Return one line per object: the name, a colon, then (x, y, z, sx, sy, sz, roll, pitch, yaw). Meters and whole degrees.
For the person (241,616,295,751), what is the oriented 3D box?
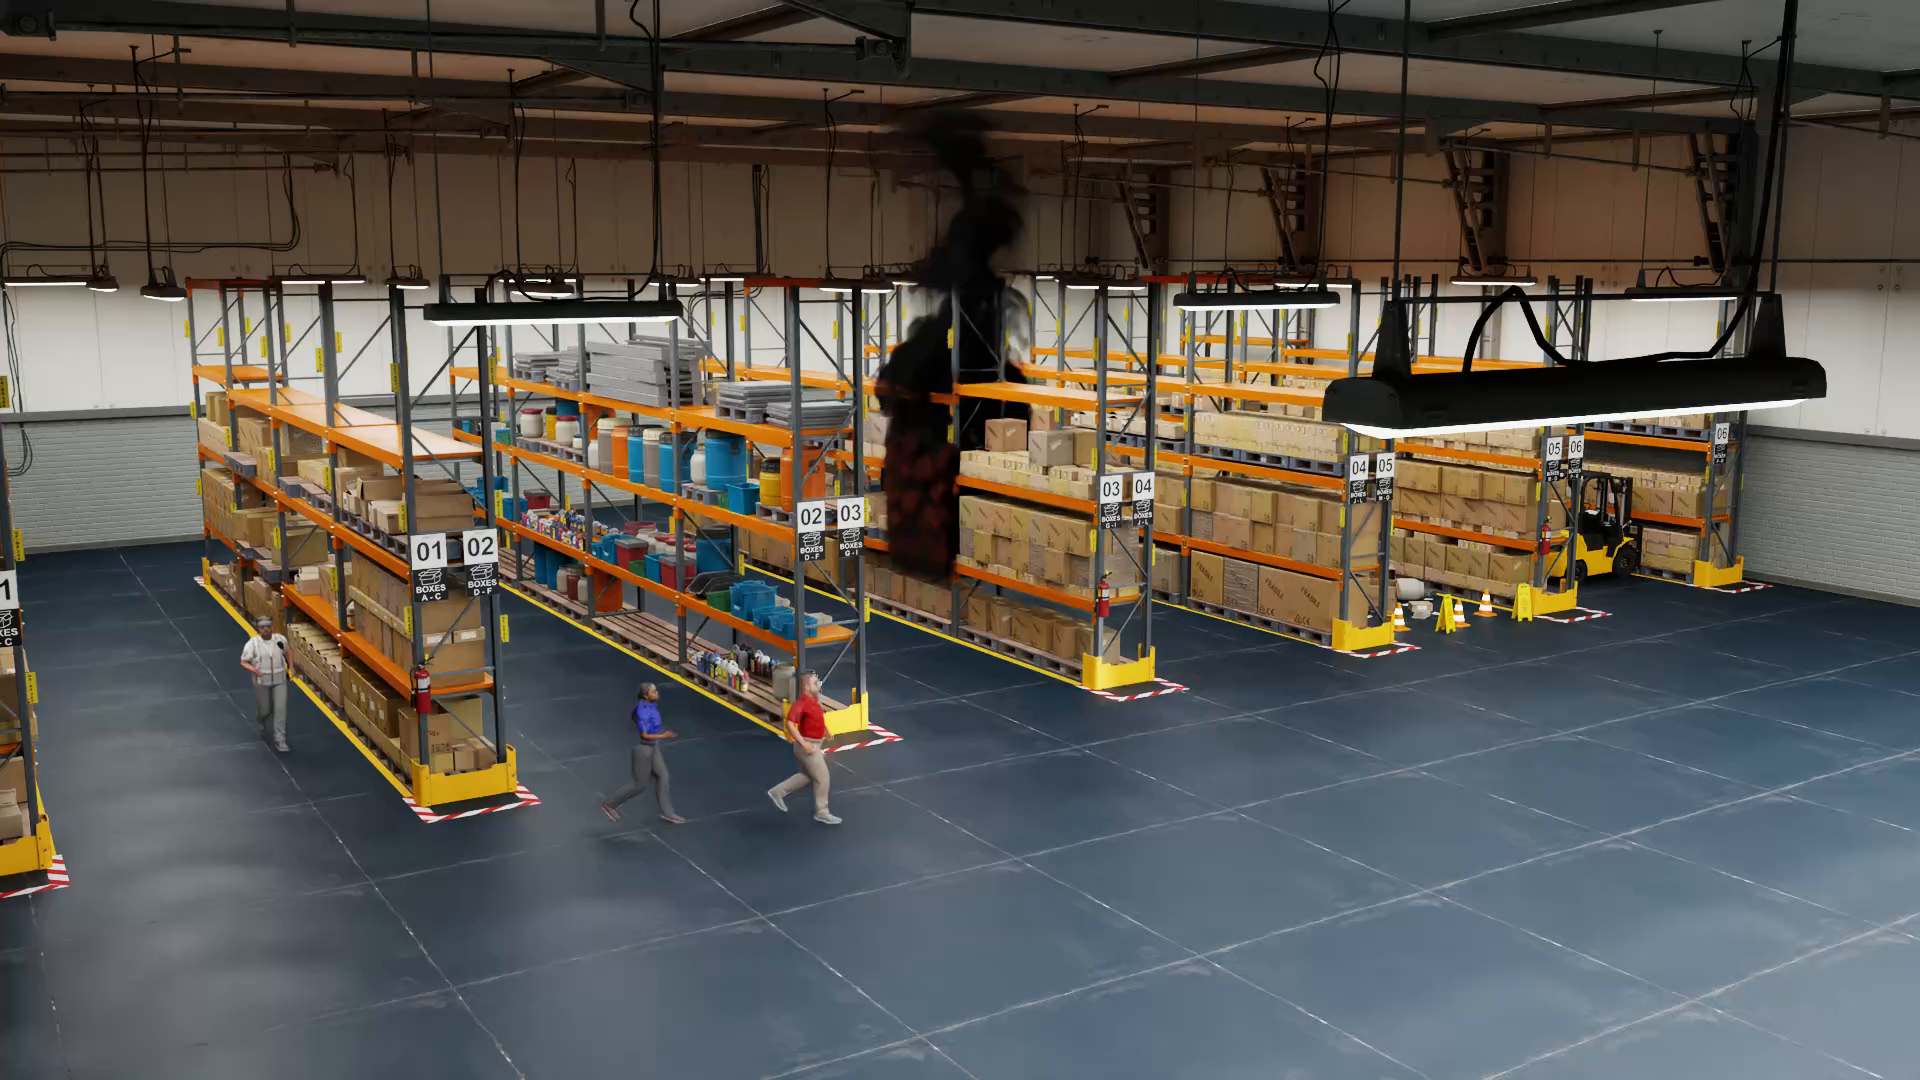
person: (-9.030, 1.838, 21.790, 0.678, 1.747, 0.992, -6, 11, -32)

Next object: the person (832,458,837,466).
person: (-2.970, -1.118, 39.421, 0.723, 1.763, 0.842, -2, 10, -14)

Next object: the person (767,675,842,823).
person: (-1.778, 2.369, 18.879, 0.868, 1.730, 0.675, 0, 10, 0)

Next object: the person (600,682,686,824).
person: (-3.586, 2.412, 18.742, 0.931, 1.670, 0.588, 0, 10, -3)
